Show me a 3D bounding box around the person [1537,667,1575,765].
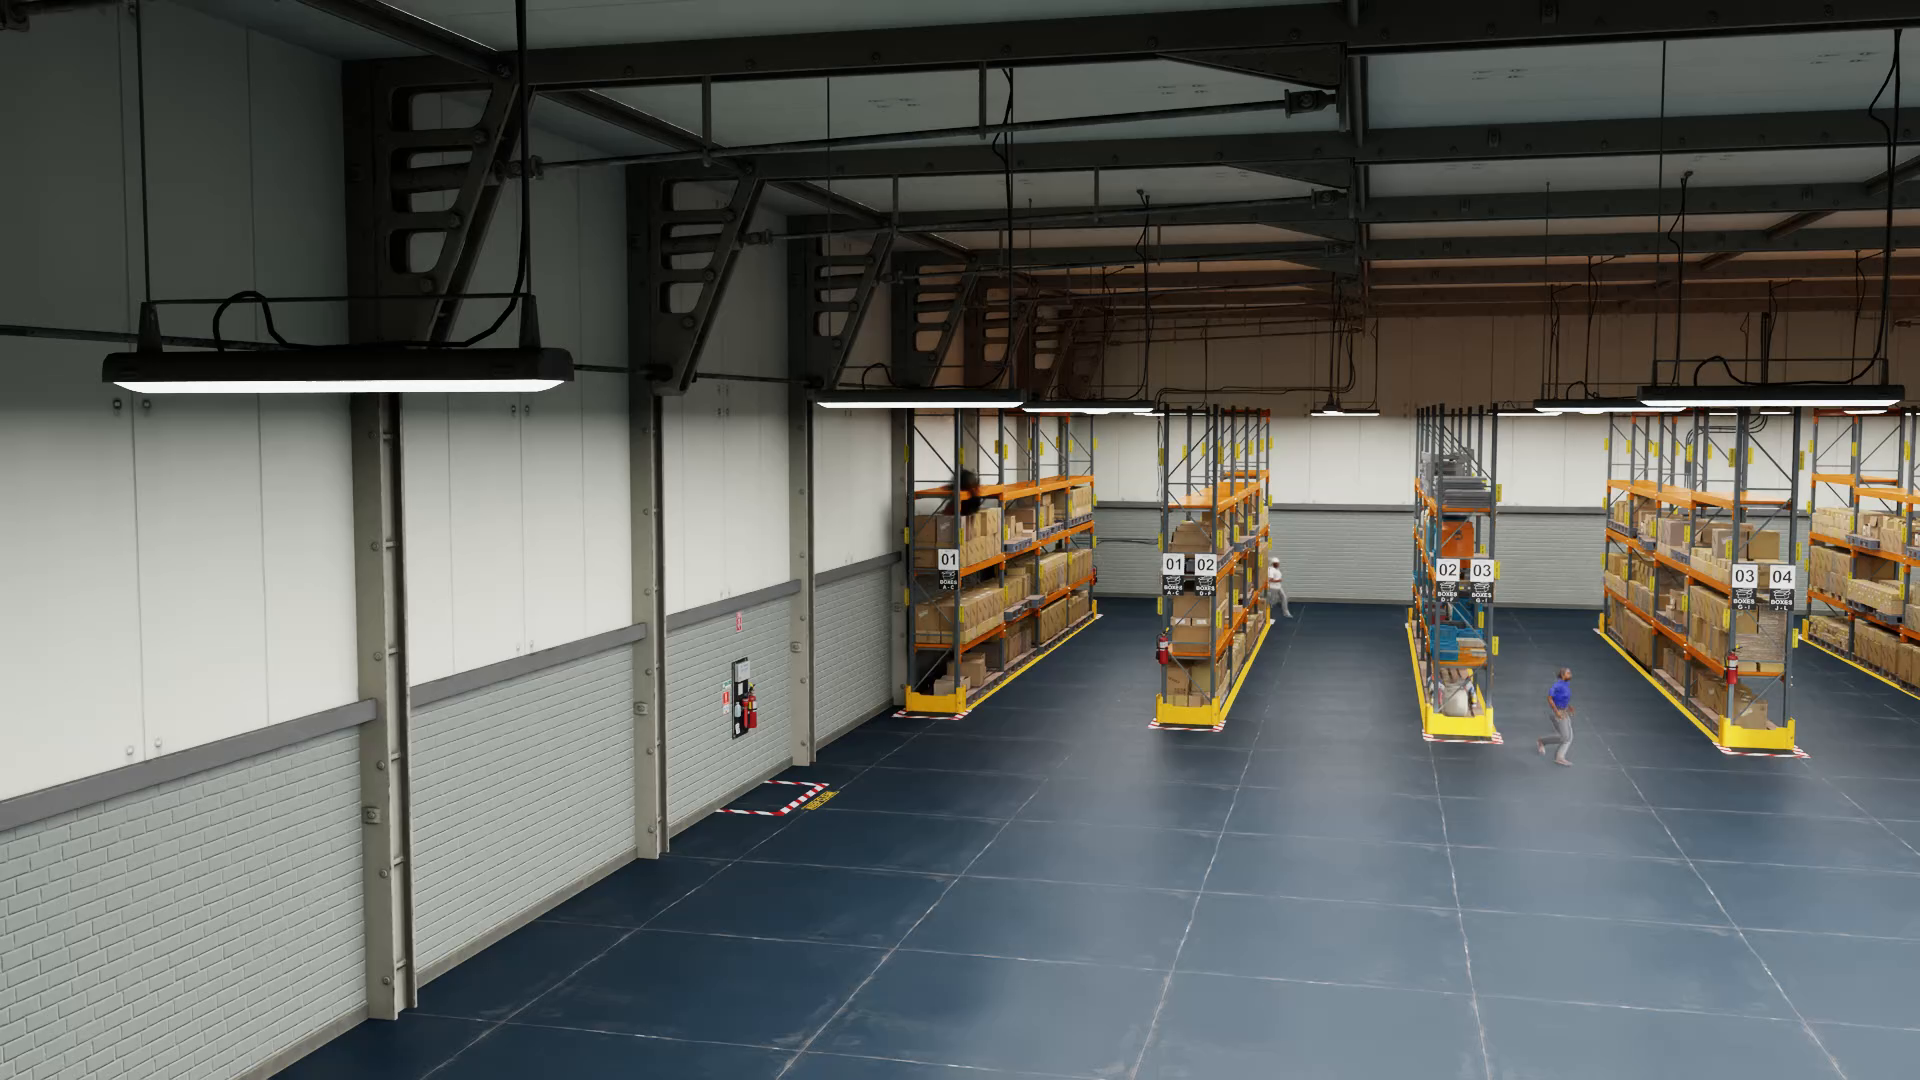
[{"bbox_3d":[9.939,2.913,27.703,0.579,1.620,0.594,3,5,36],"label":"person"}]

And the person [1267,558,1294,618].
[{"bbox_3d":[9.069,1.378,47.804,0.965,1.750,0.719,2,5,28],"label":"person"}]
